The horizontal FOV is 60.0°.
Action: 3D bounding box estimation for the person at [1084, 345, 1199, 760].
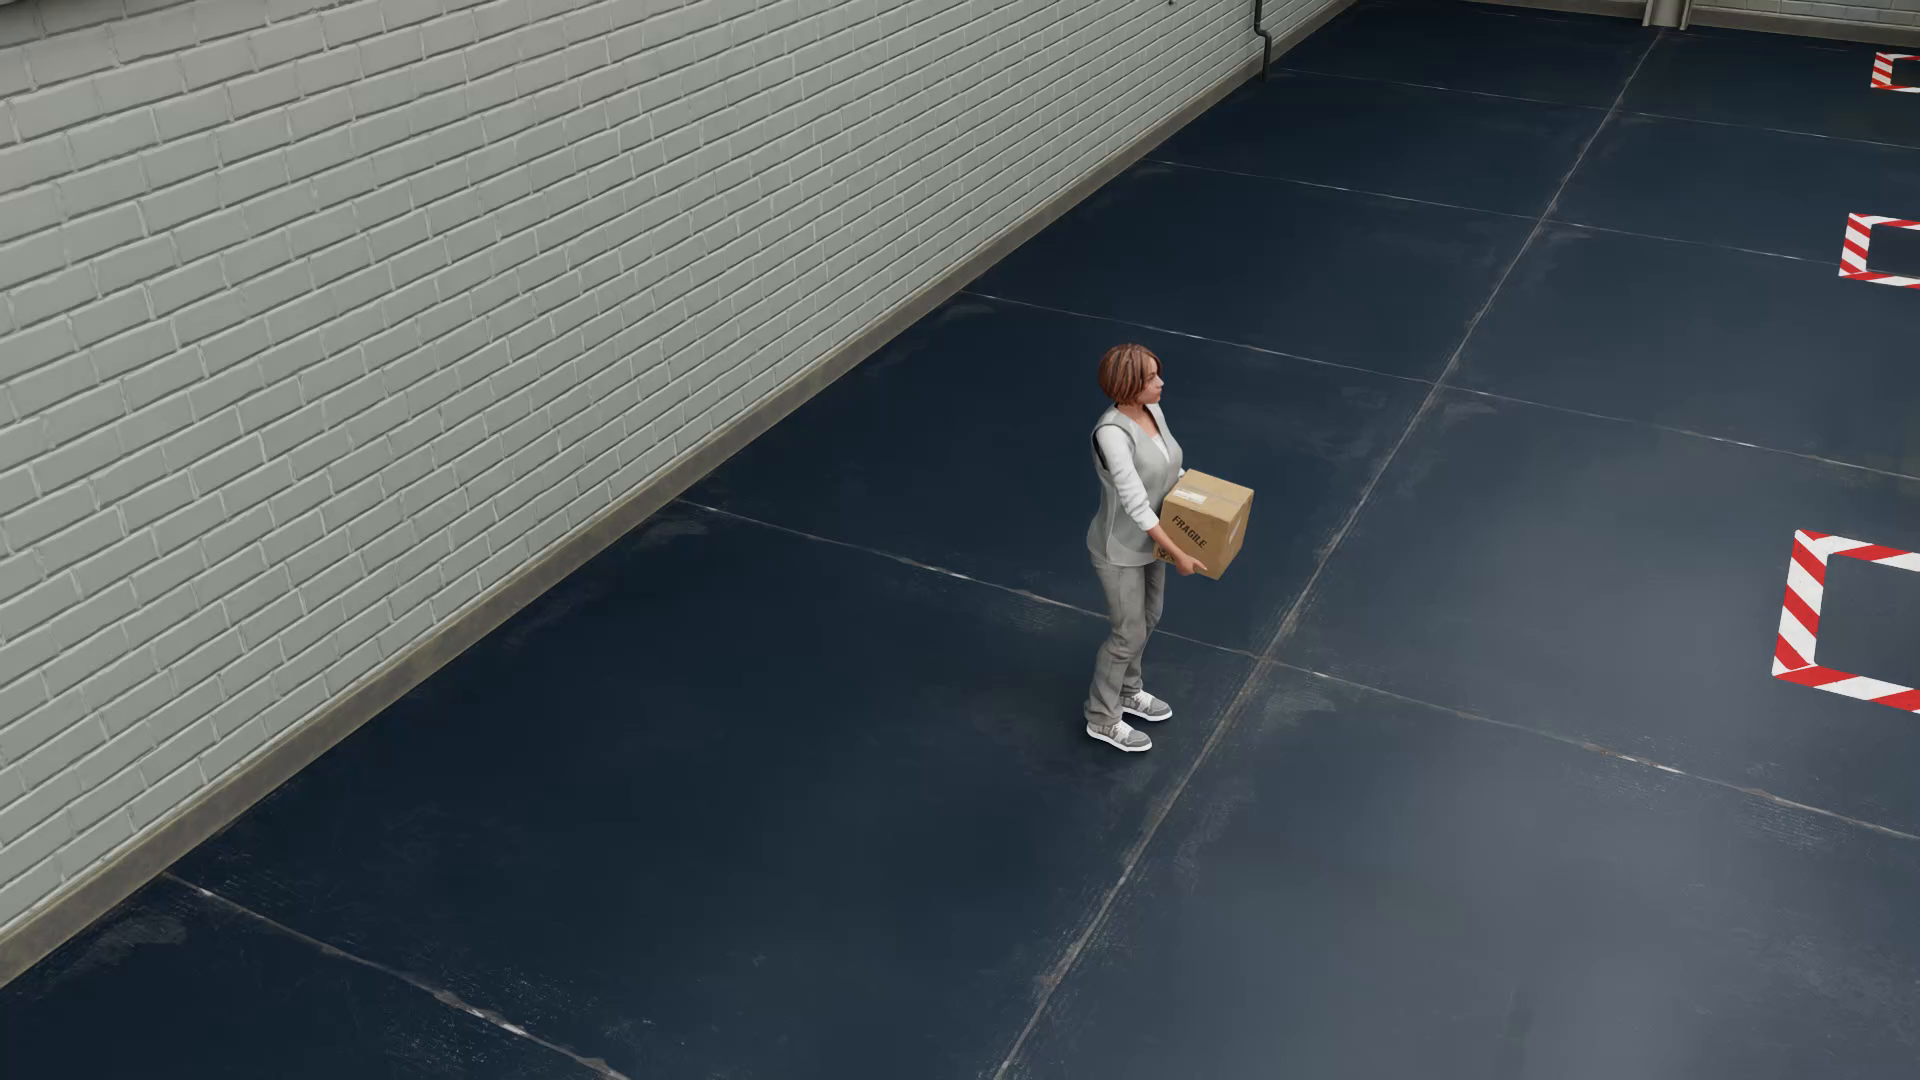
[{"bbox_3d":[0.644,0.023,6.102,0.343,1.593,0.485,13,33,20],"label":"person"}]
